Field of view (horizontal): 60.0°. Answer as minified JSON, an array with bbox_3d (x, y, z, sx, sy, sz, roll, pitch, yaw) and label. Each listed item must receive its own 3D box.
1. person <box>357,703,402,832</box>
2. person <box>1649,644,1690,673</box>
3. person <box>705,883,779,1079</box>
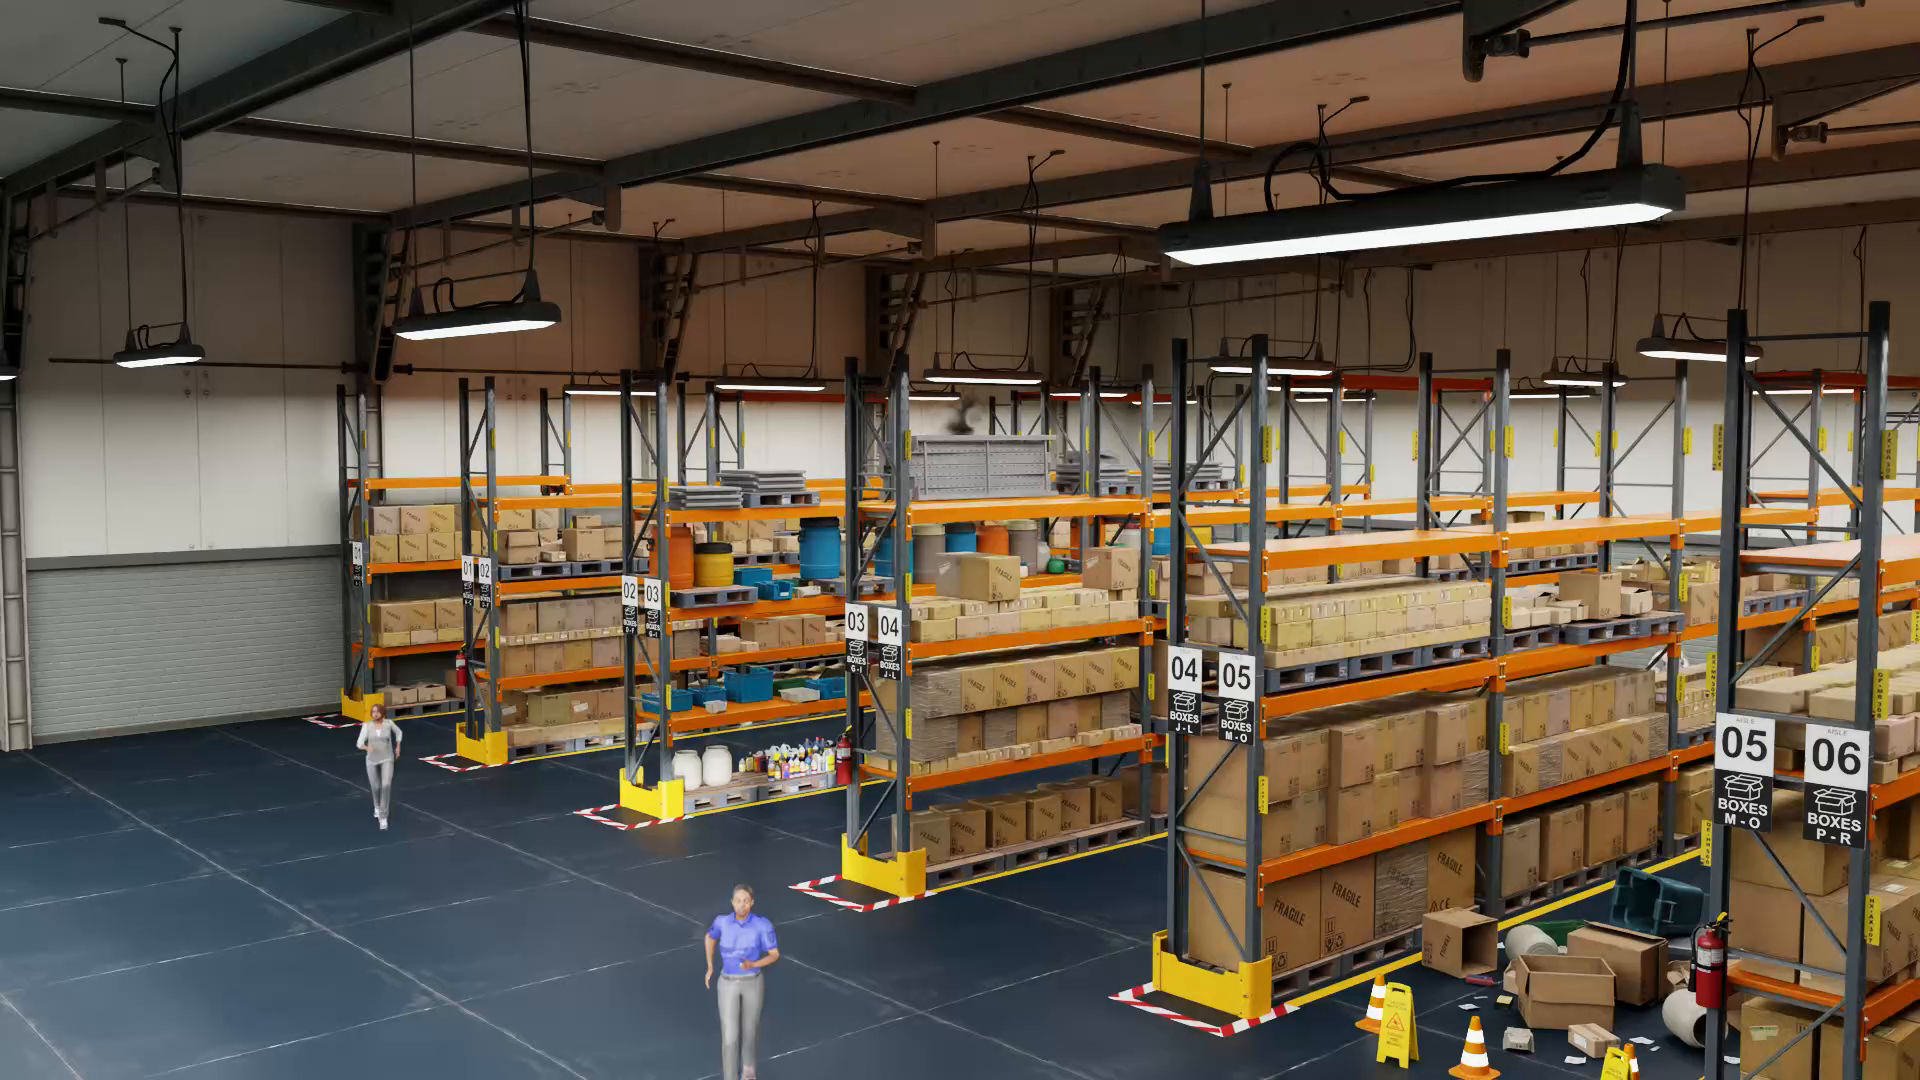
[{"bbox_3d":[-7.599,2.939,21.777,0.545,1.625,0.806,-1,4,-13],"label":"person"},{"bbox_3d":[12.332,2.461,28.784,0.620,1.668,0.635,0,4,-6],"label":"person"},{"bbox_3d":[-1.680,3.481,12.837,0.570,1.693,0.809,-1,4,-8],"label":"person"}]
